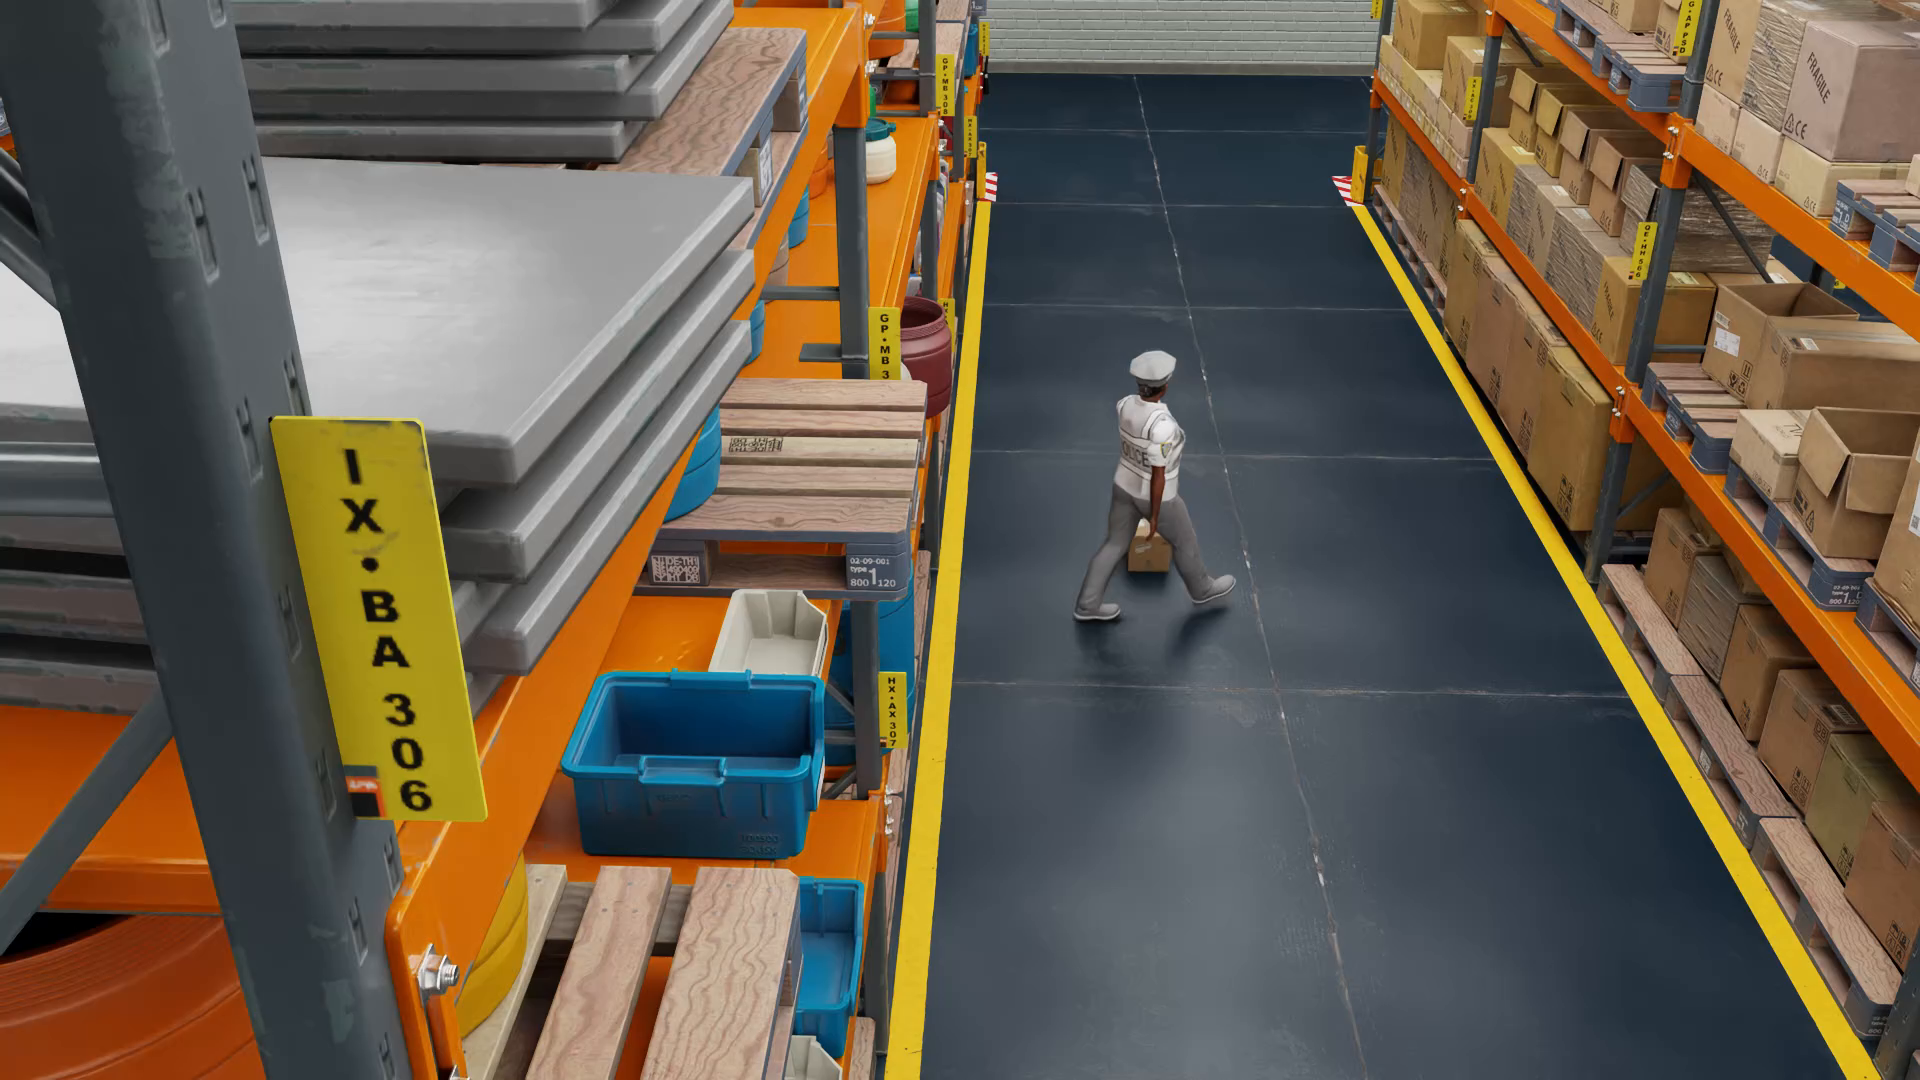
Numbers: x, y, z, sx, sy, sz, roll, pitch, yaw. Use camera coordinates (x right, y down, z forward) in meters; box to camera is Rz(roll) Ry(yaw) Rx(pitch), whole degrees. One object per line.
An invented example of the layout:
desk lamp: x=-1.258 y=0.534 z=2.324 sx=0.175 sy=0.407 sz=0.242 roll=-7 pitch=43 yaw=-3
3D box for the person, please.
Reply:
person: x=1.137 y=-0.321 z=9.446 sx=0.972 sy=1.619 sz=0.476 roll=-19 pitch=33 yaw=-31
